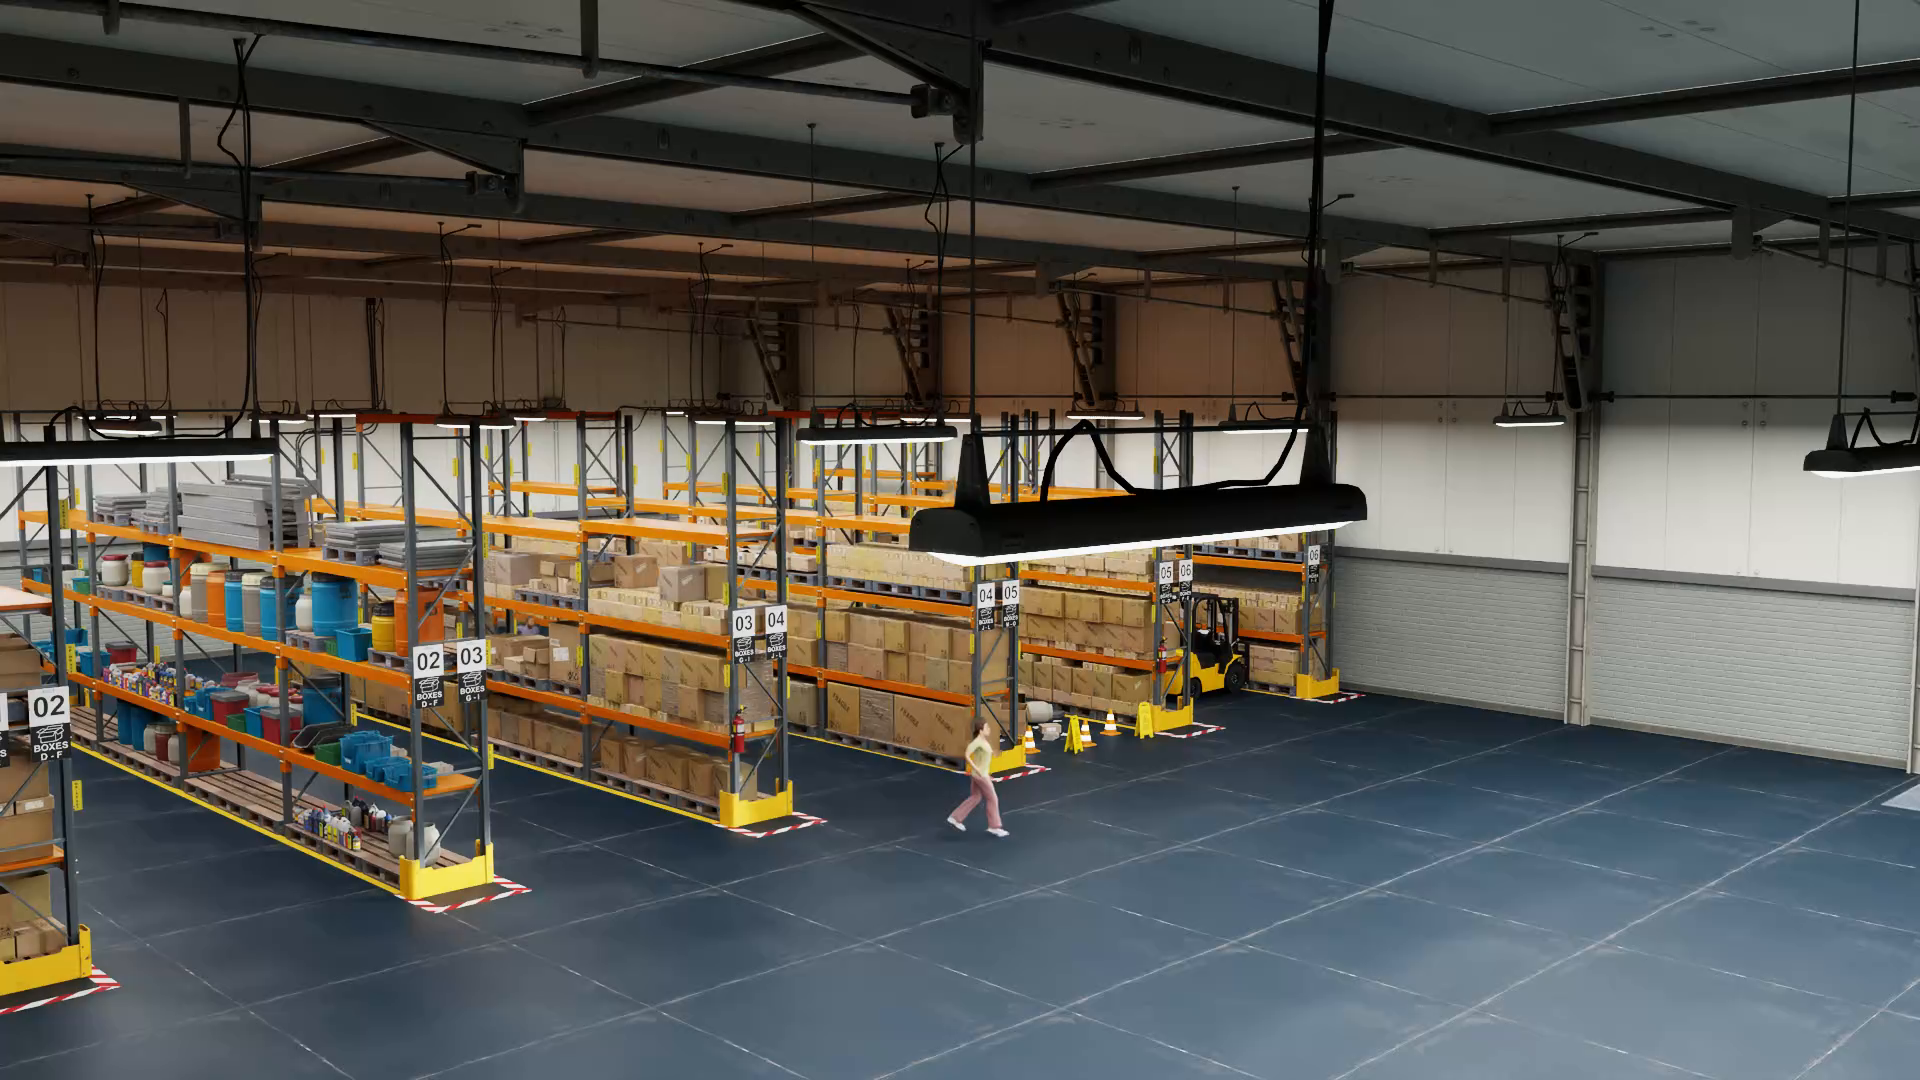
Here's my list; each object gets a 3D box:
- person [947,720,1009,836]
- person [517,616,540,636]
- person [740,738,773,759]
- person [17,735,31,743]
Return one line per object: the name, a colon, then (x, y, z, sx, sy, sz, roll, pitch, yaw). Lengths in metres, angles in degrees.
person: (0.258, 3.416, 23.945, 0.896, 1.691, 0.559, 0, 5, -4)
person: (-9.366, 2.418, 35.851, 0.858, 1.603, 0.594, 4, 6, 37)
person: (-3.610, 2.855, 29.149, 0.764, 1.629, 0.706, 4, 7, 41)
person: (-14.306, 3.269, 25.559, 0.925, 1.665, 0.606, 3, 6, 35)
